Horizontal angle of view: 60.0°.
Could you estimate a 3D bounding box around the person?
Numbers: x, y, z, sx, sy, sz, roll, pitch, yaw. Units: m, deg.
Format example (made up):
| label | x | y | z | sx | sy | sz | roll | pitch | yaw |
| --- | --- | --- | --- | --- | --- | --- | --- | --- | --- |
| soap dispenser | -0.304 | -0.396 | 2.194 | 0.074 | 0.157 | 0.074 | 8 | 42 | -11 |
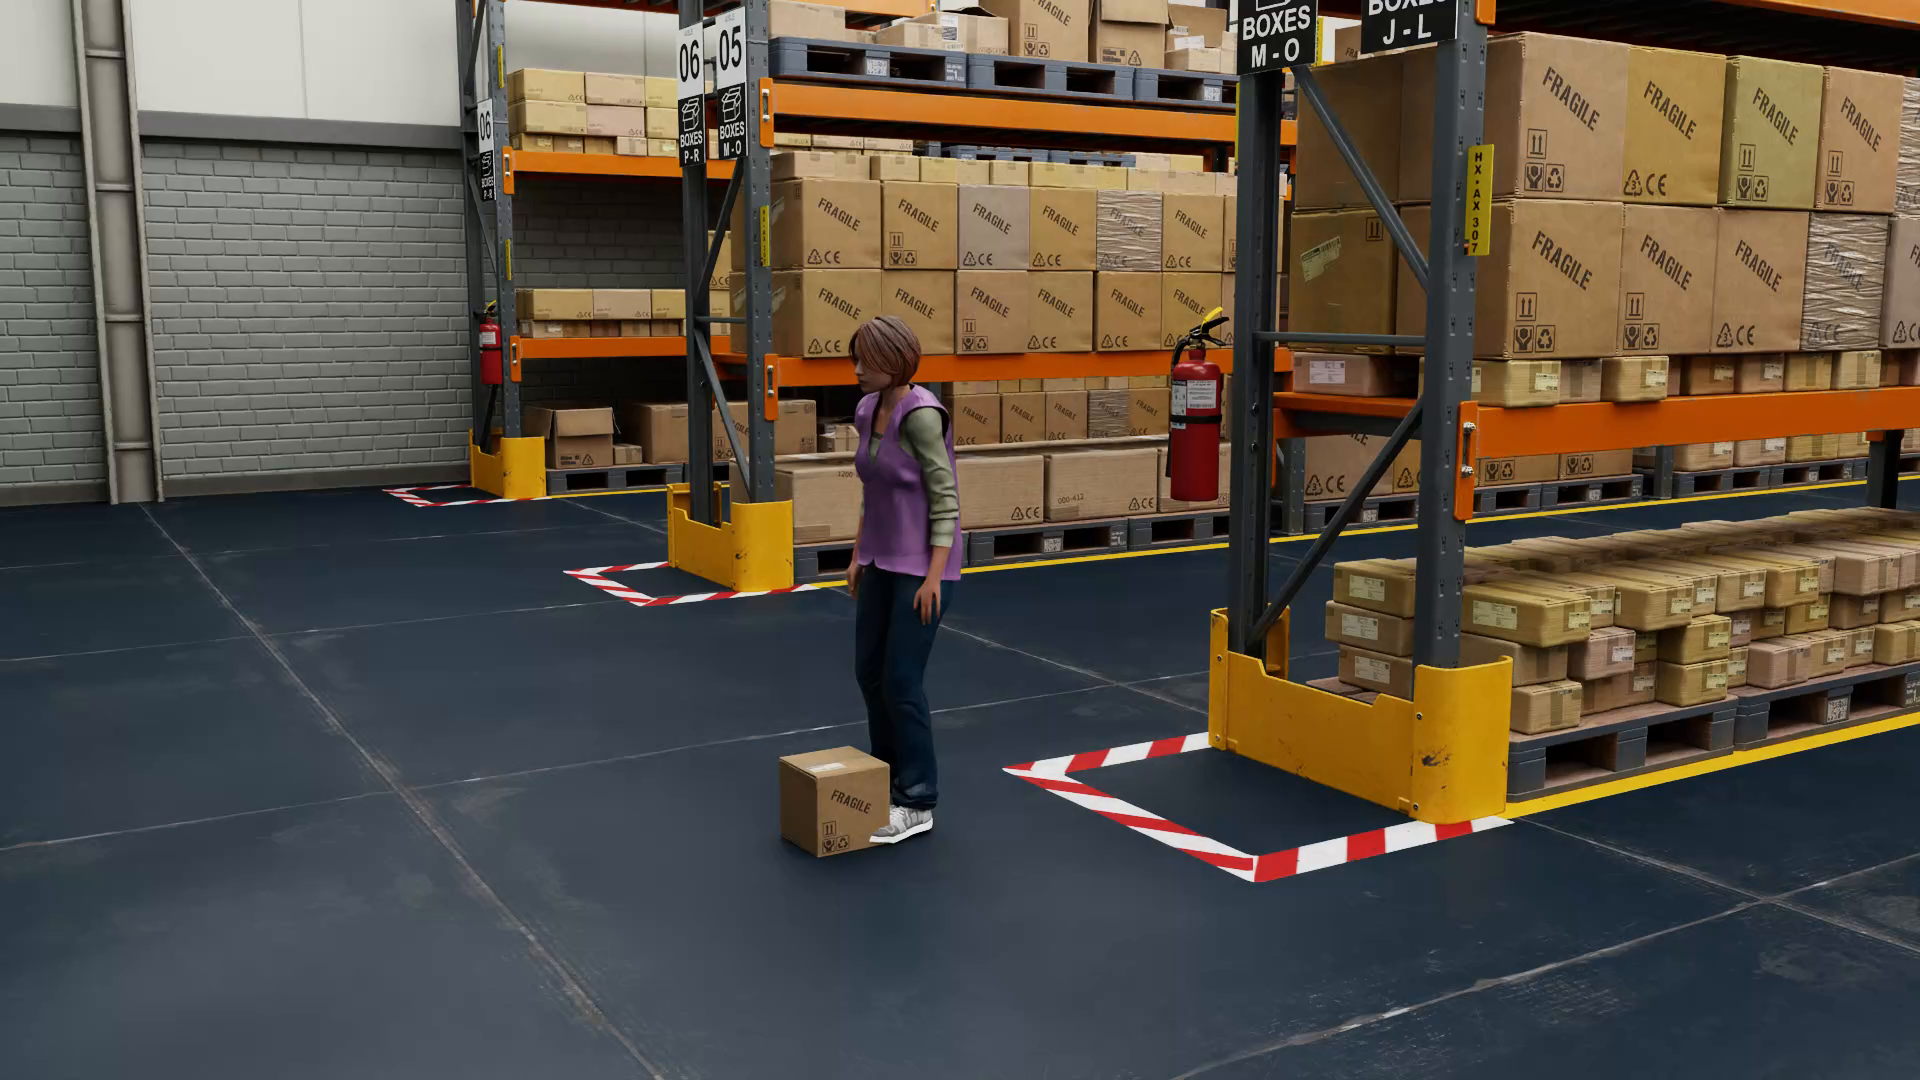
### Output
| label | x | y | z | sx | sy | sz | roll | pitch | yaw |
| --- | --- | --- | --- | --- | --- | --- | --- | --- | --- |
| person | -0.197 | 0.120 | 5.098 | 0.375 | 1.581 | 0.484 | -6 | 10 | -34 |
